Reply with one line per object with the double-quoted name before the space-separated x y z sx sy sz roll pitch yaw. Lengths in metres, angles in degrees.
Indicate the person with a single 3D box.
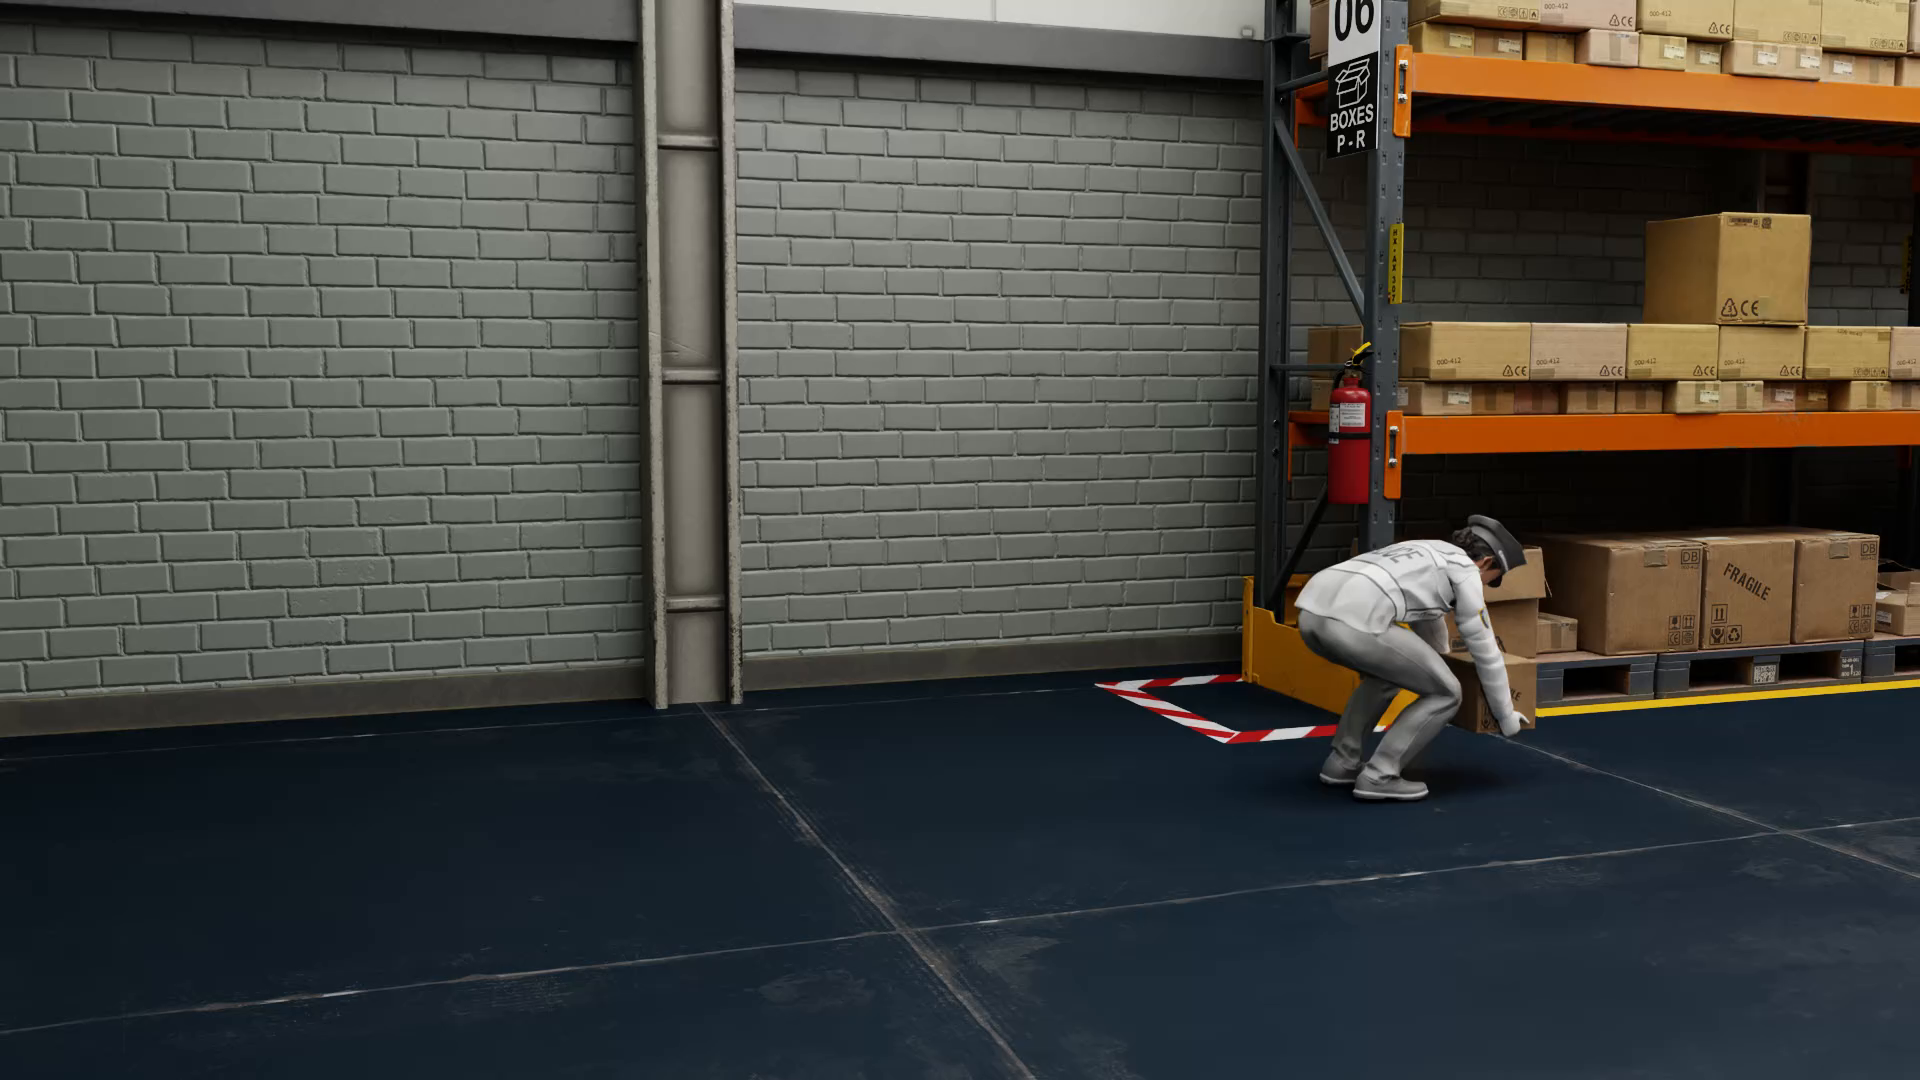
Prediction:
"person" 14.093 -1.889 4.383 23.207 5.874 11.919 -2 6 -21
